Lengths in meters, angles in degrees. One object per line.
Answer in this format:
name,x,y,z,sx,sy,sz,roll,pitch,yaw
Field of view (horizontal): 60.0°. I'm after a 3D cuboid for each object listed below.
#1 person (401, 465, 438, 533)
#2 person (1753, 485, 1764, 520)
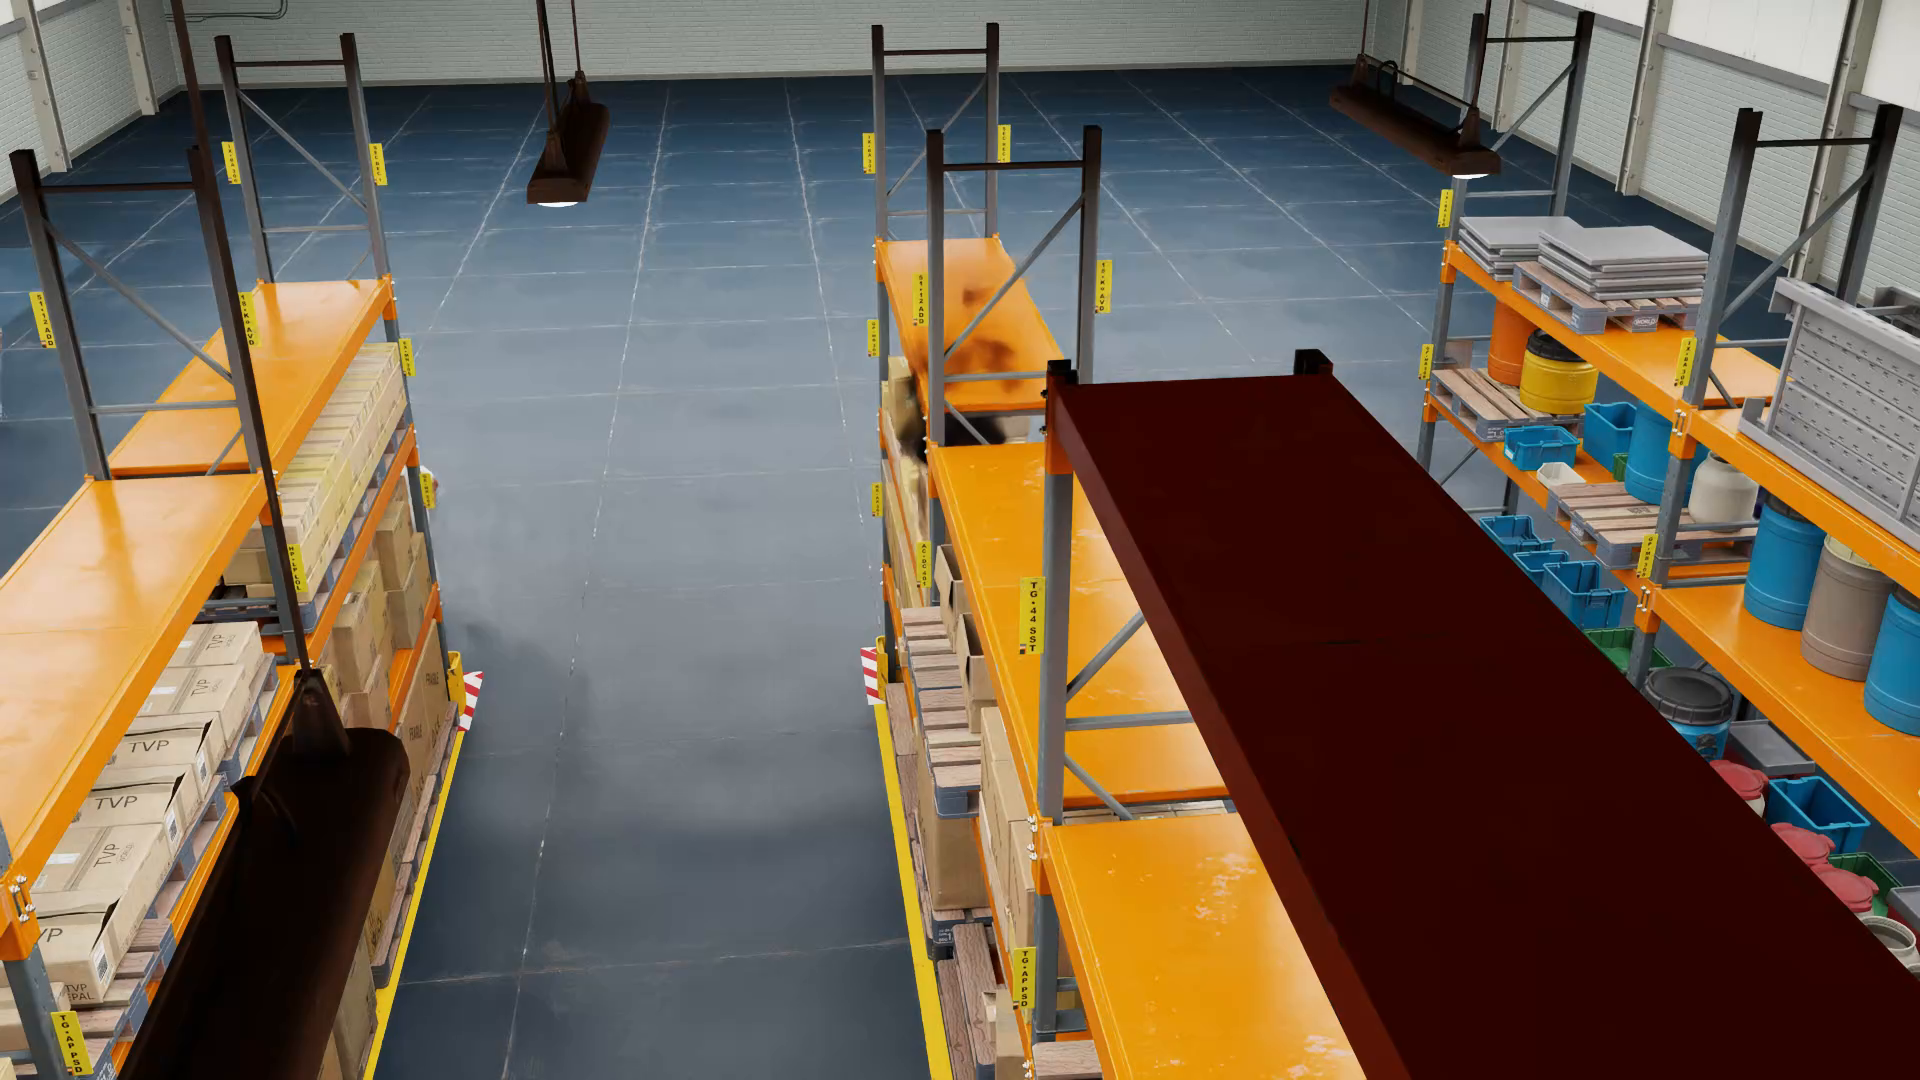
person,-5.650,-0.189,16.847,0.744,1.840,0.652,20,32,35
person,8.560,-0.688,18.168,0.682,1.584,0.594,7,26,15
